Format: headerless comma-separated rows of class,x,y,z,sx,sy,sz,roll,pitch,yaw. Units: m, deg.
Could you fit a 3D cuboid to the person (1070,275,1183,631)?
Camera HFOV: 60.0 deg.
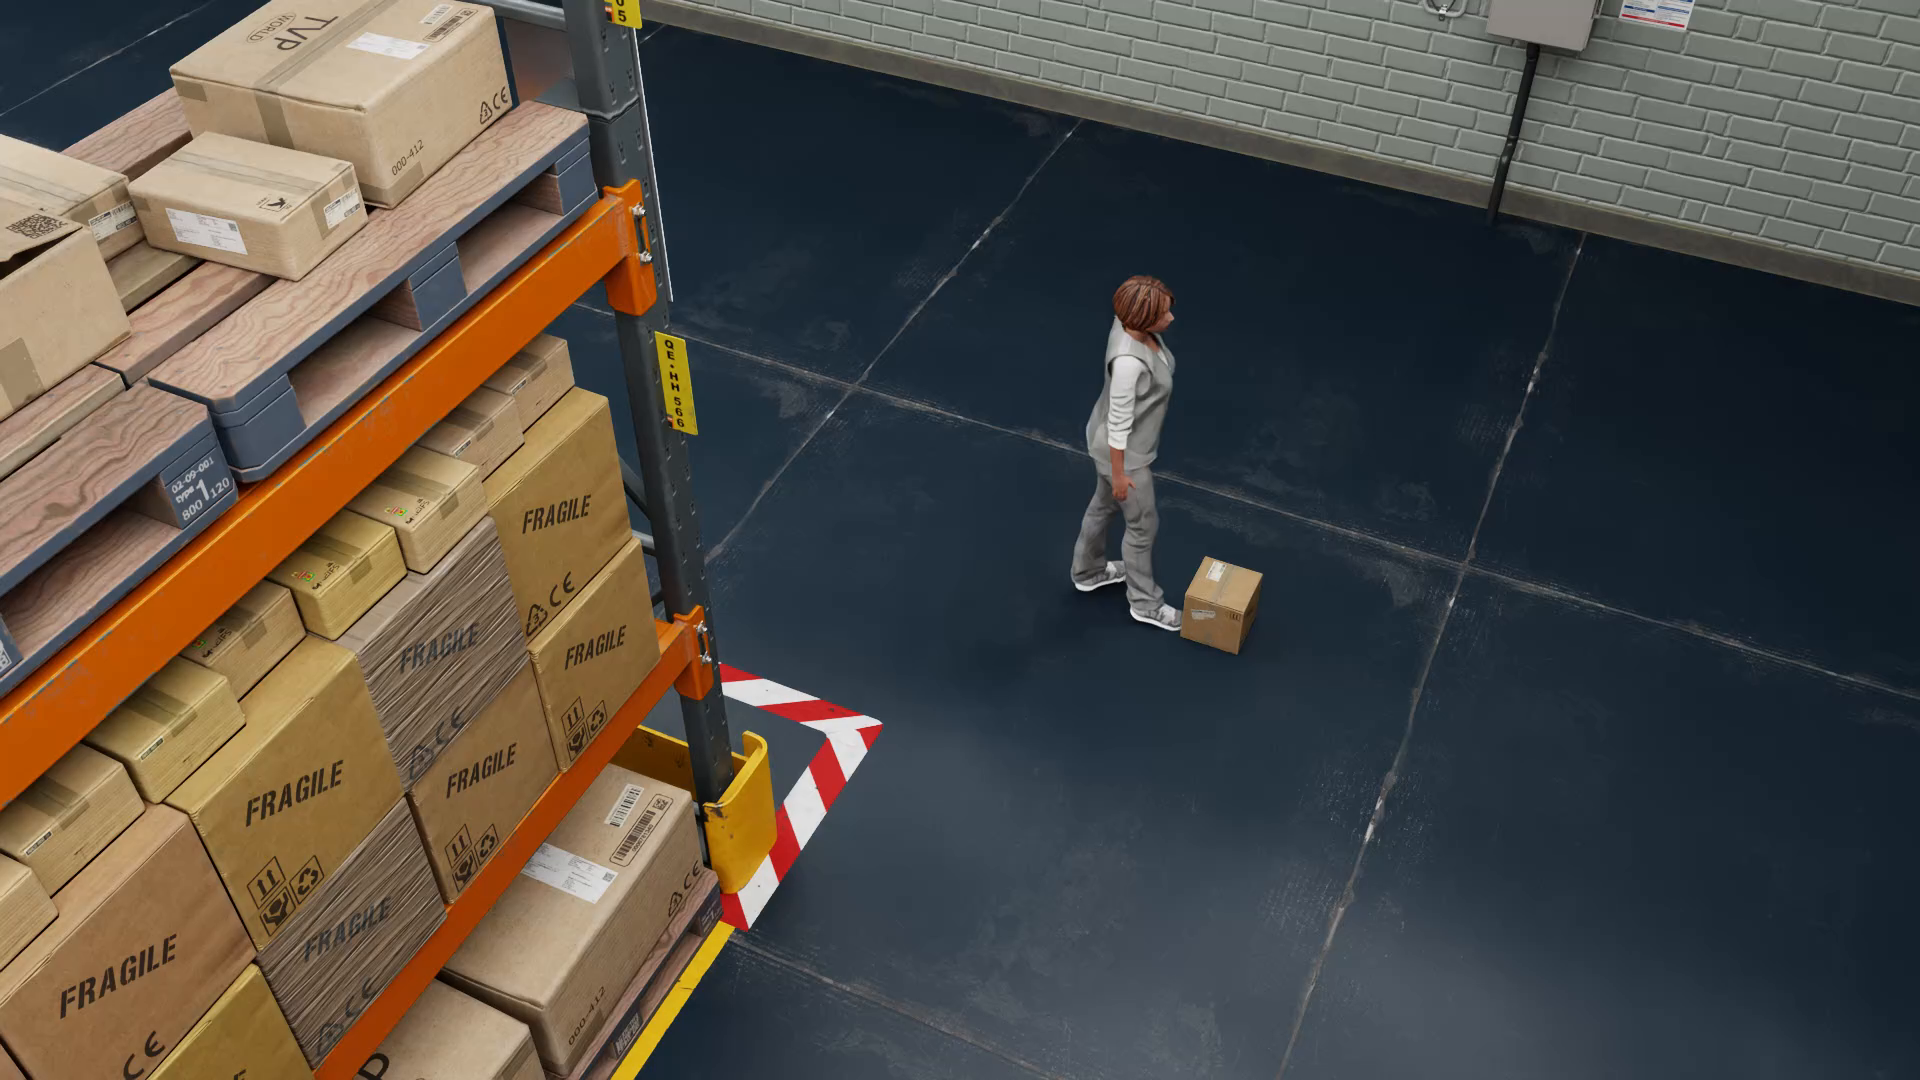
person,0.727,-0.365,6.555,0.522,1.600,0.457,2,43,2
